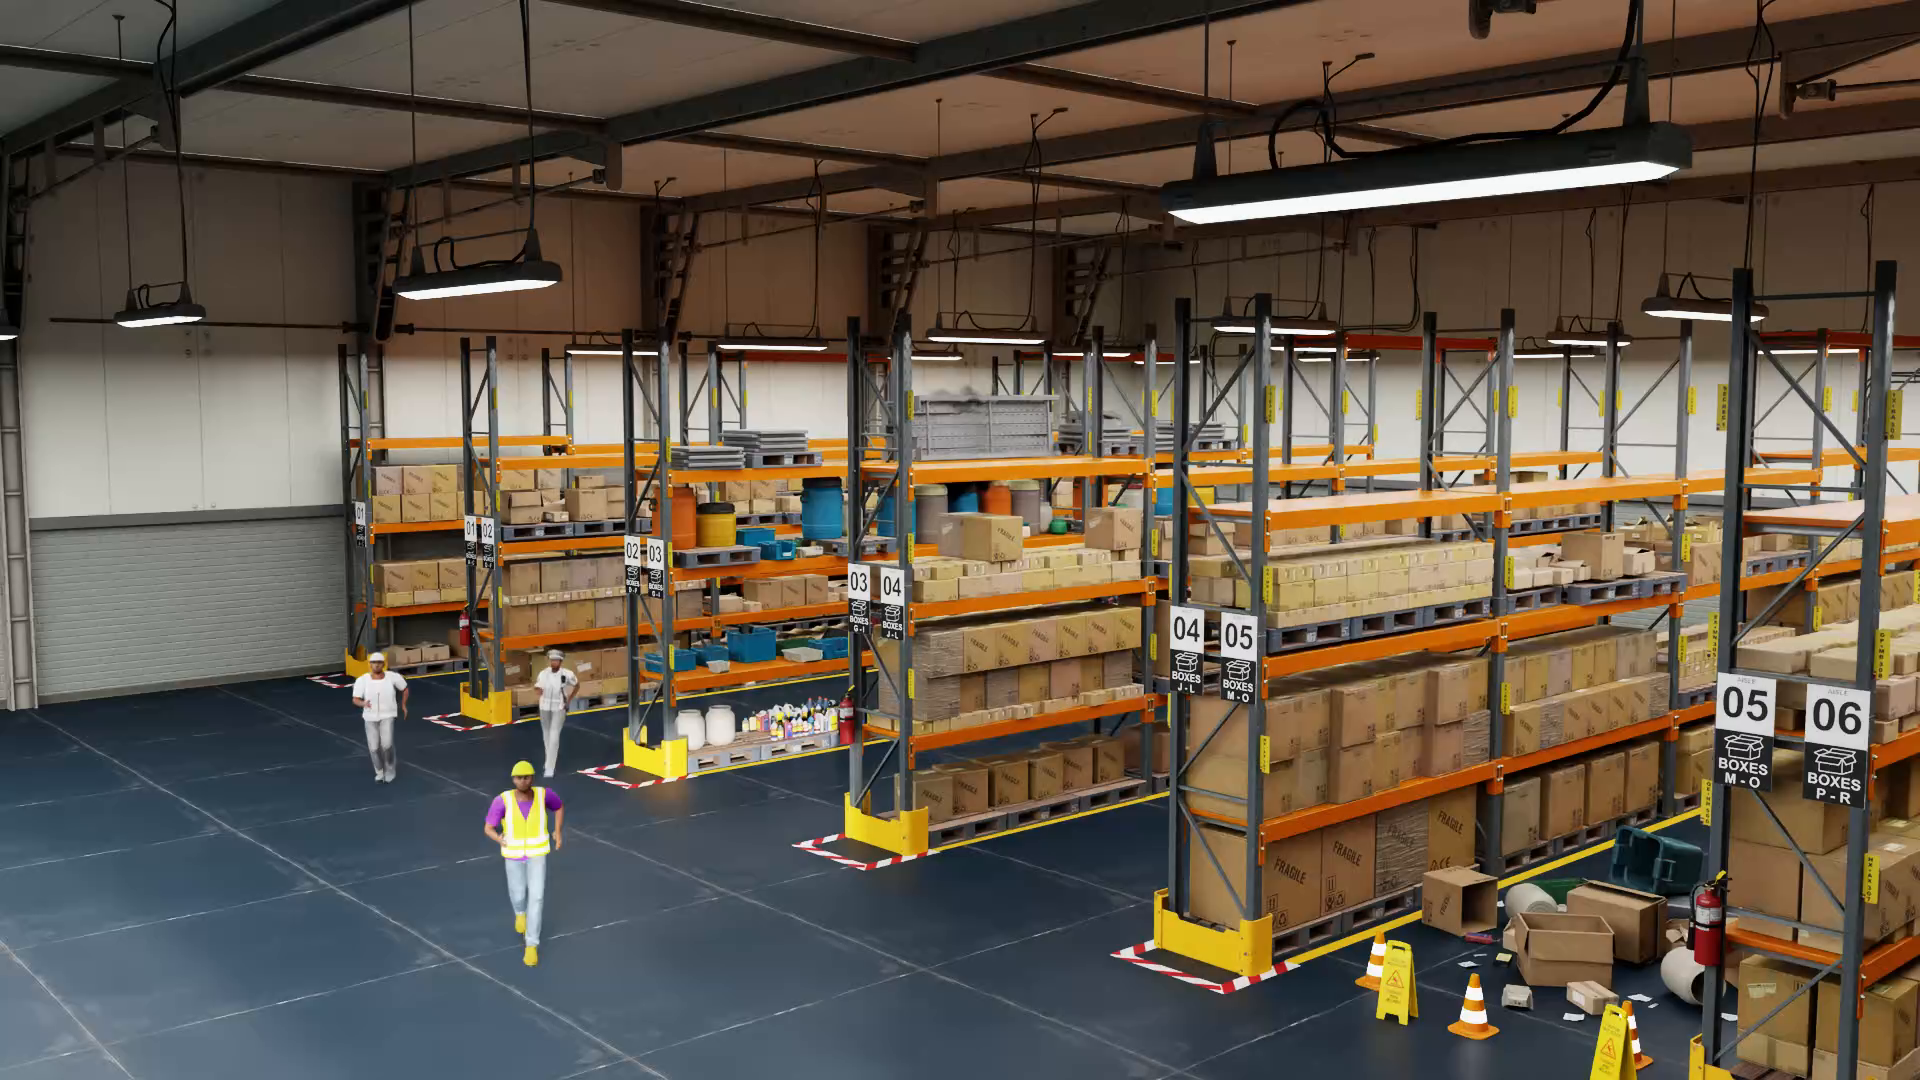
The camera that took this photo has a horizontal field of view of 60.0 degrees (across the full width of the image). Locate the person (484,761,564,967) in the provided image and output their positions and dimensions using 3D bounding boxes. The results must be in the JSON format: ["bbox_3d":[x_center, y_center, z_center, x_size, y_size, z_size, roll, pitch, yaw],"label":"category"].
[{"bbox_3d":[-4.003,2.910,15.316,0.715,1.784,0.952,-1,5,-14],"label":"person"}]

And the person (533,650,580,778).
[{"bbox_3d":[-5.466,2.333,22.430,0.560,1.749,0.707,1,5,6],"label":"person"}]

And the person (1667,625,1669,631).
[{"bbox_3d":[10.693,2.109,24.862,0.815,1.699,0.608,-3,6,-34],"label":"person"}]

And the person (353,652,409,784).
[{"bbox_3d":[-7.591,2.336,21.769,0.677,1.742,0.666,-1,5,-12],"label":"person"}]
